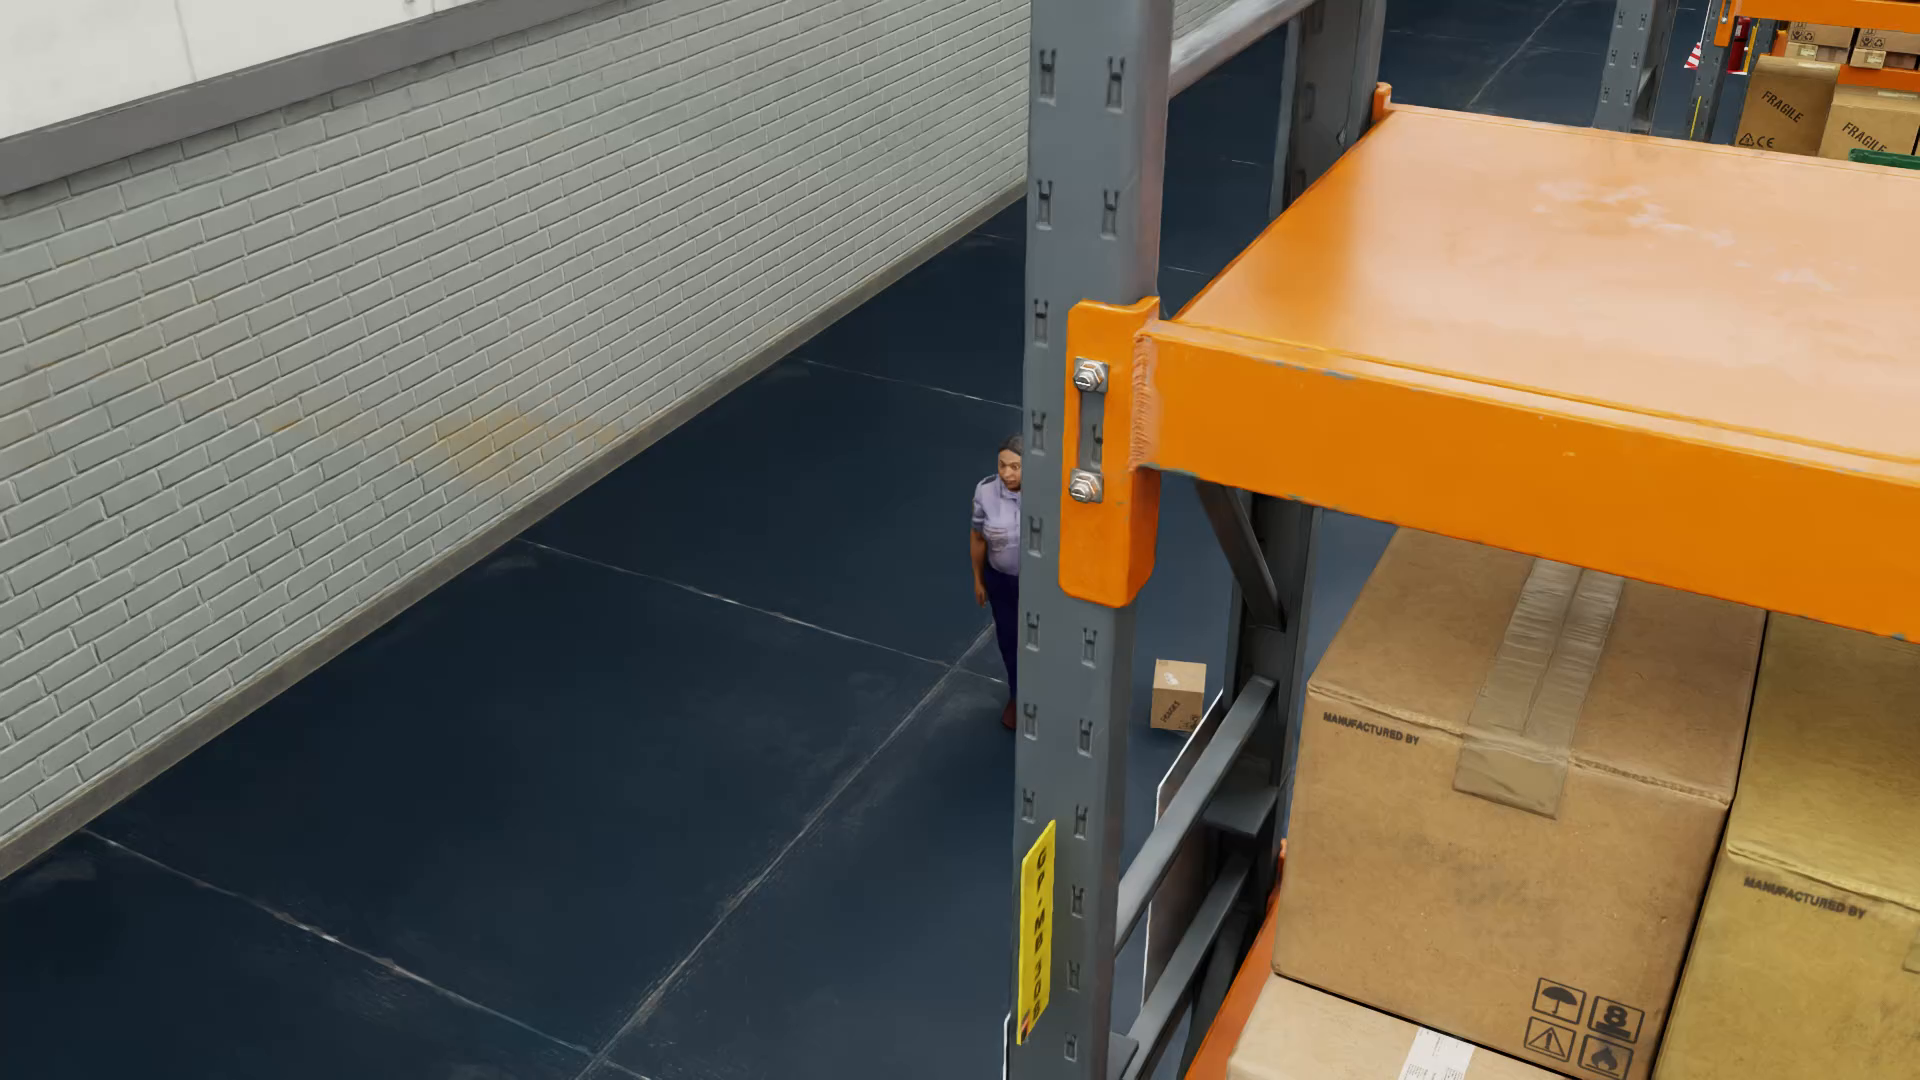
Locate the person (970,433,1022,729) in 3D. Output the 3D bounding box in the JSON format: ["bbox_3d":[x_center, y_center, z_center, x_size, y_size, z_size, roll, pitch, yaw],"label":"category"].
[{"bbox_3d":[0.313,0.208,7.922,0.542,1.638,0.445,7,31,11],"label":"person"}]
